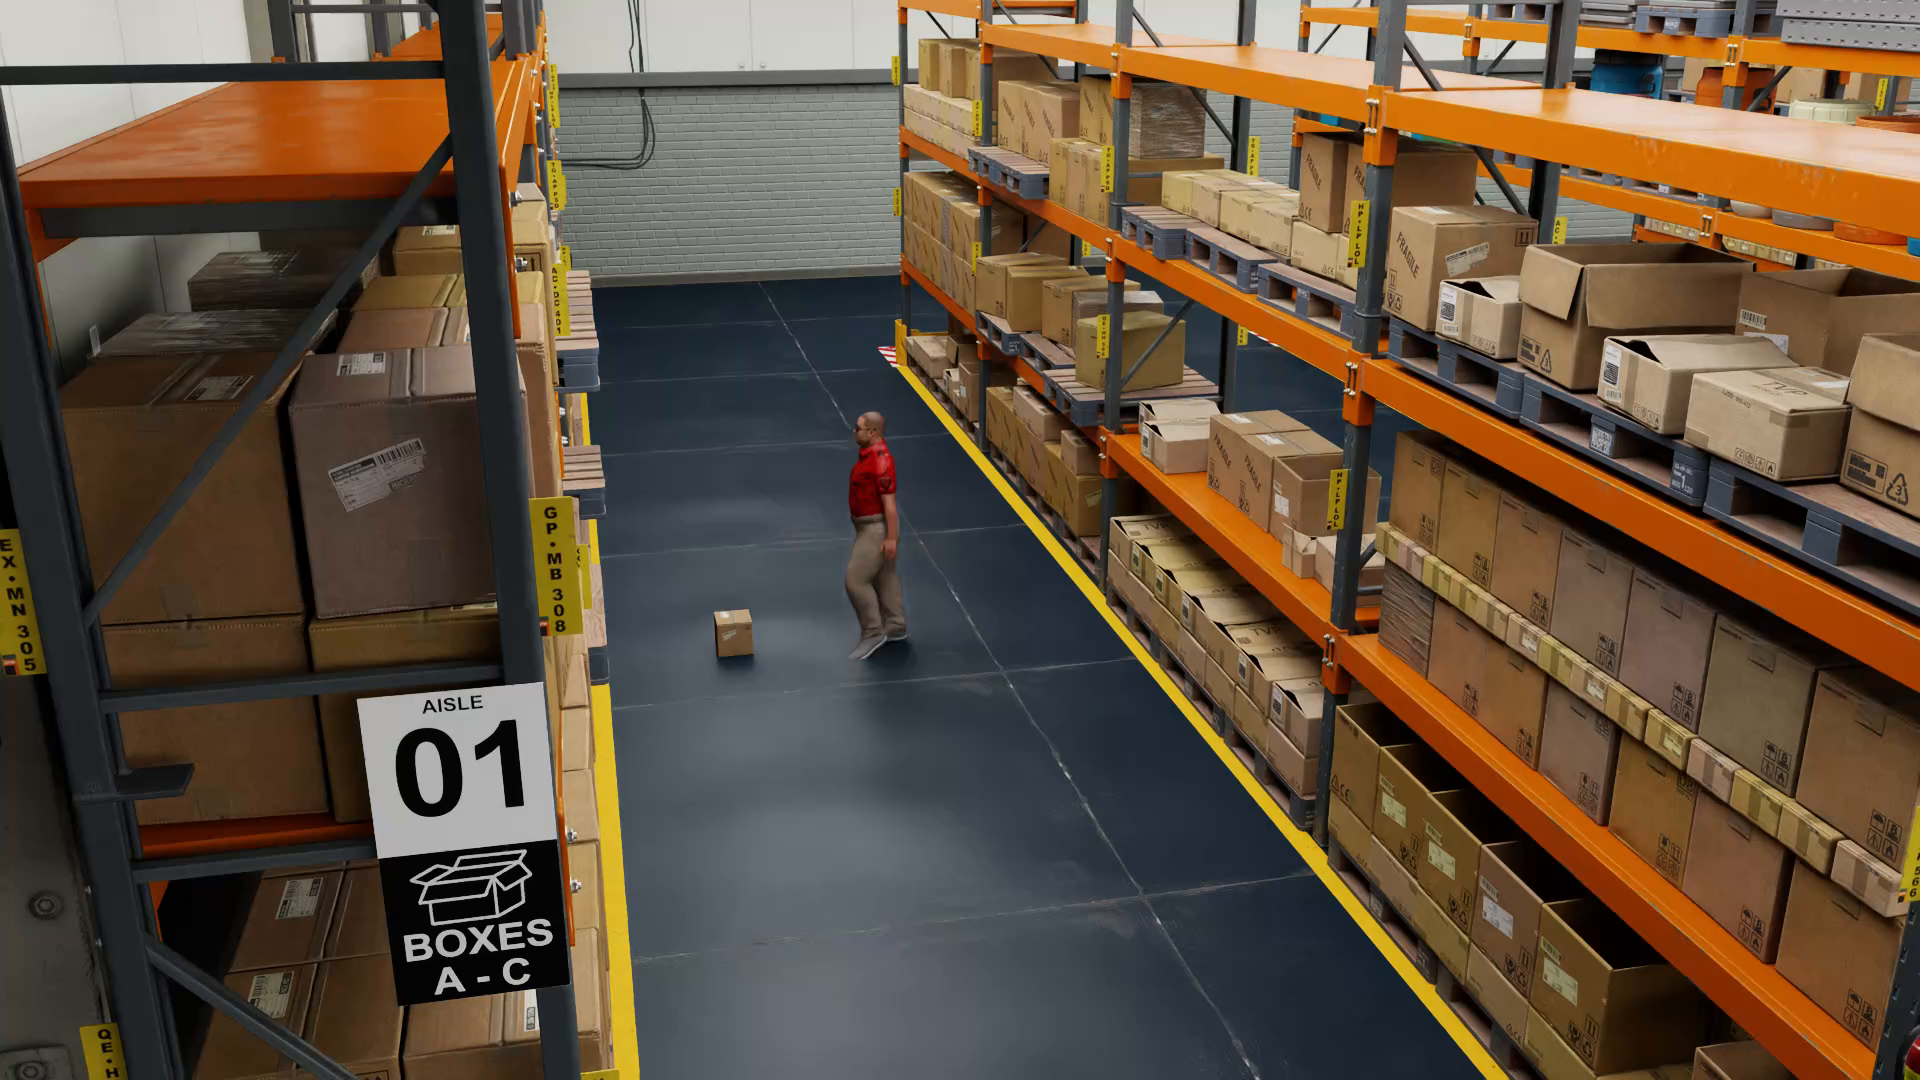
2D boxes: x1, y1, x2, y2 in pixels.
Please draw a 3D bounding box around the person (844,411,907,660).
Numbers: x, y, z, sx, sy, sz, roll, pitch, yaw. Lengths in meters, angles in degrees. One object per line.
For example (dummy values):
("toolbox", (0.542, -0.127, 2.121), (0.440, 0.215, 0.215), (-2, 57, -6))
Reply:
("person", (-0.605, -0.043, 11.756), (0.453, 1.782, 0.561), (-2, 20, -5))
